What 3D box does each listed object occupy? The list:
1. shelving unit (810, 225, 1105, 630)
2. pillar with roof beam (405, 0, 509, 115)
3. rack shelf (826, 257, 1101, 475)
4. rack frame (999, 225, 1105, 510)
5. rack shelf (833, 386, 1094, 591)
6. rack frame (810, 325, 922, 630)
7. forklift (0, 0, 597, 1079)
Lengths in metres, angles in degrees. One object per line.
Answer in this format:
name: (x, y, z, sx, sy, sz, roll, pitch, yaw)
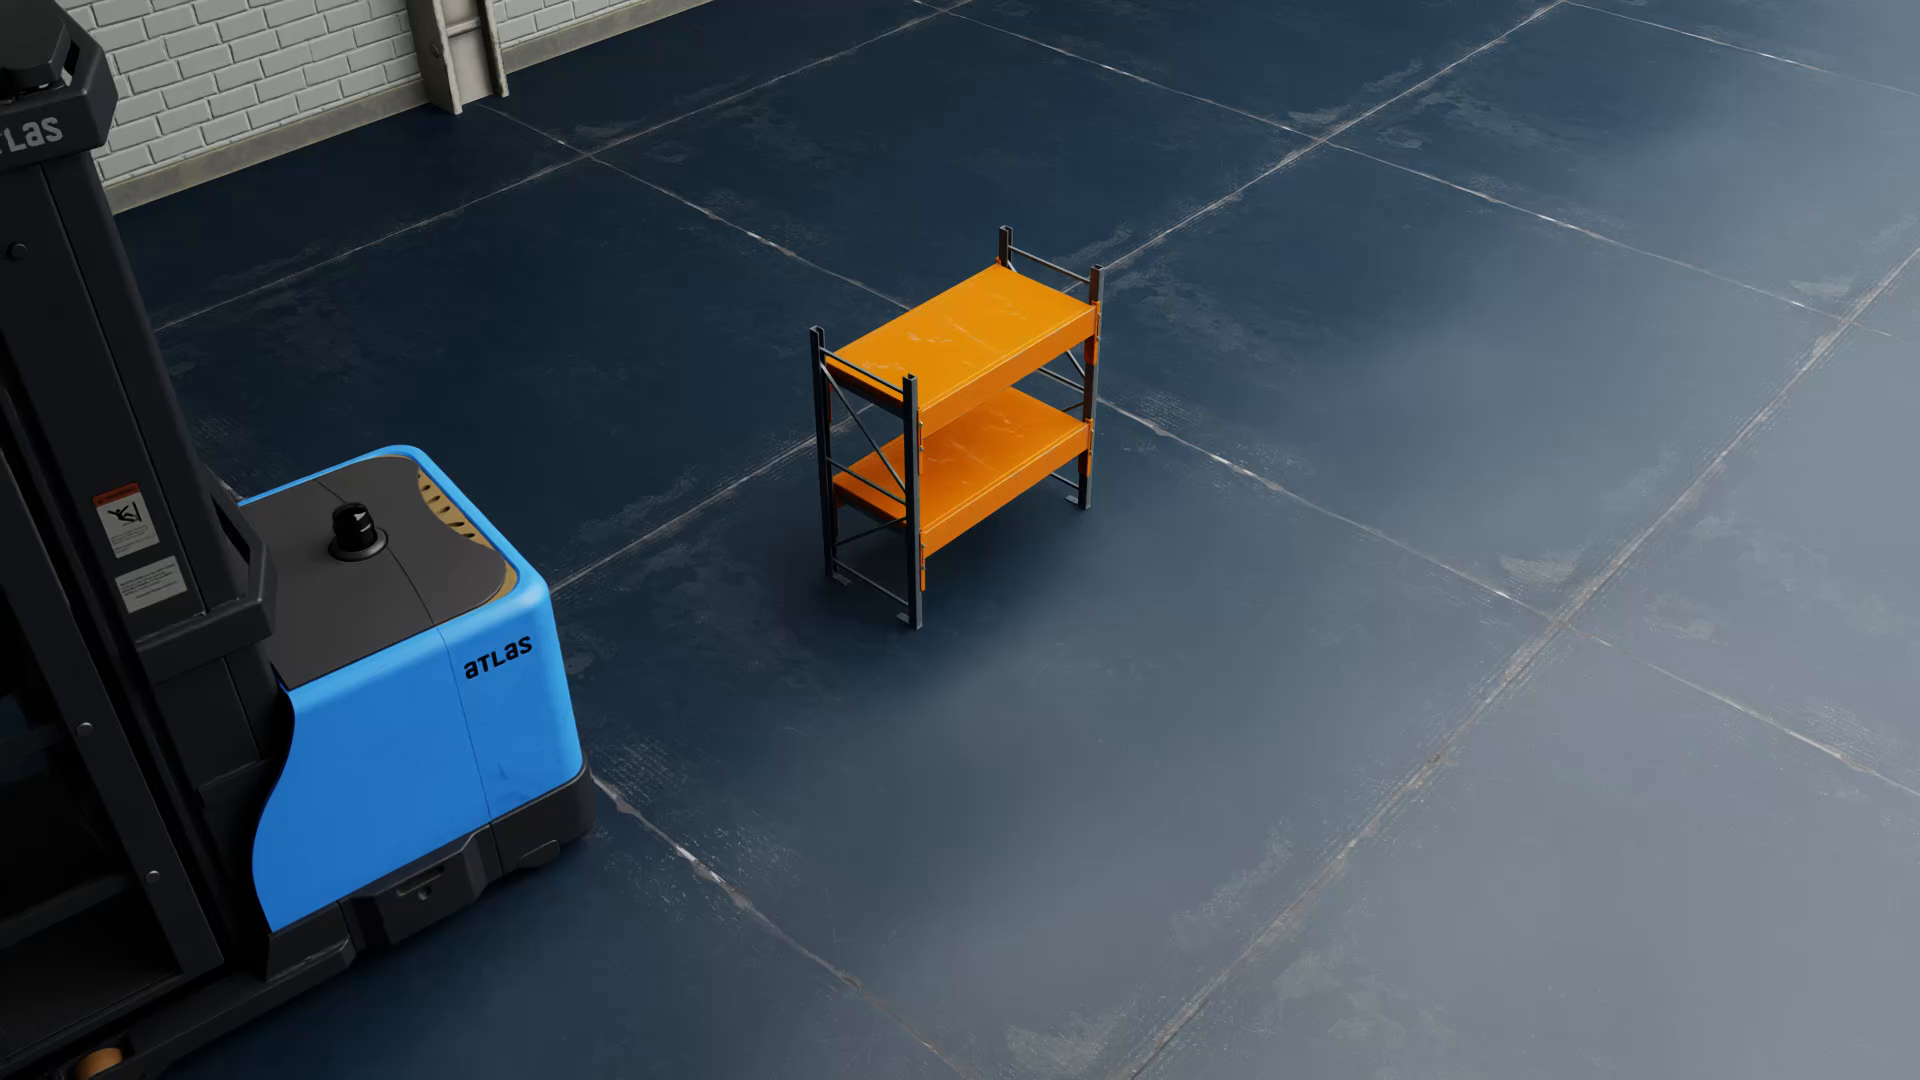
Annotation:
shelving unit: (0.005, -0.443, 6.404, 0.538, 1.125, 1.048, 30, 47, 32)
pillar with roof beam: (0.176, -4.414, 5.070, 9.100, 9.000, 0.400, 30, 47, 32)
rack shelf: (0.005, -0.672, 6.222, 0.538, 0.278, 1.000, 30, 47, 32)
rack frame: (0.348, -0.677, 6.698, 0.500, 1.125, 0.032, 30, 47, 32)
rack shelf: (0.005, -0.252, 6.556, 0.538, 0.278, 1.000, 30, 47, 32)
rack frame: (-0.338, -0.210, 6.110, 0.500, 1.125, 0.032, 30, 47, 32)
forklift: (-2.666, 0.163, 4.190, 3.031, 2.935, 1.130, -26, 46, -29)
